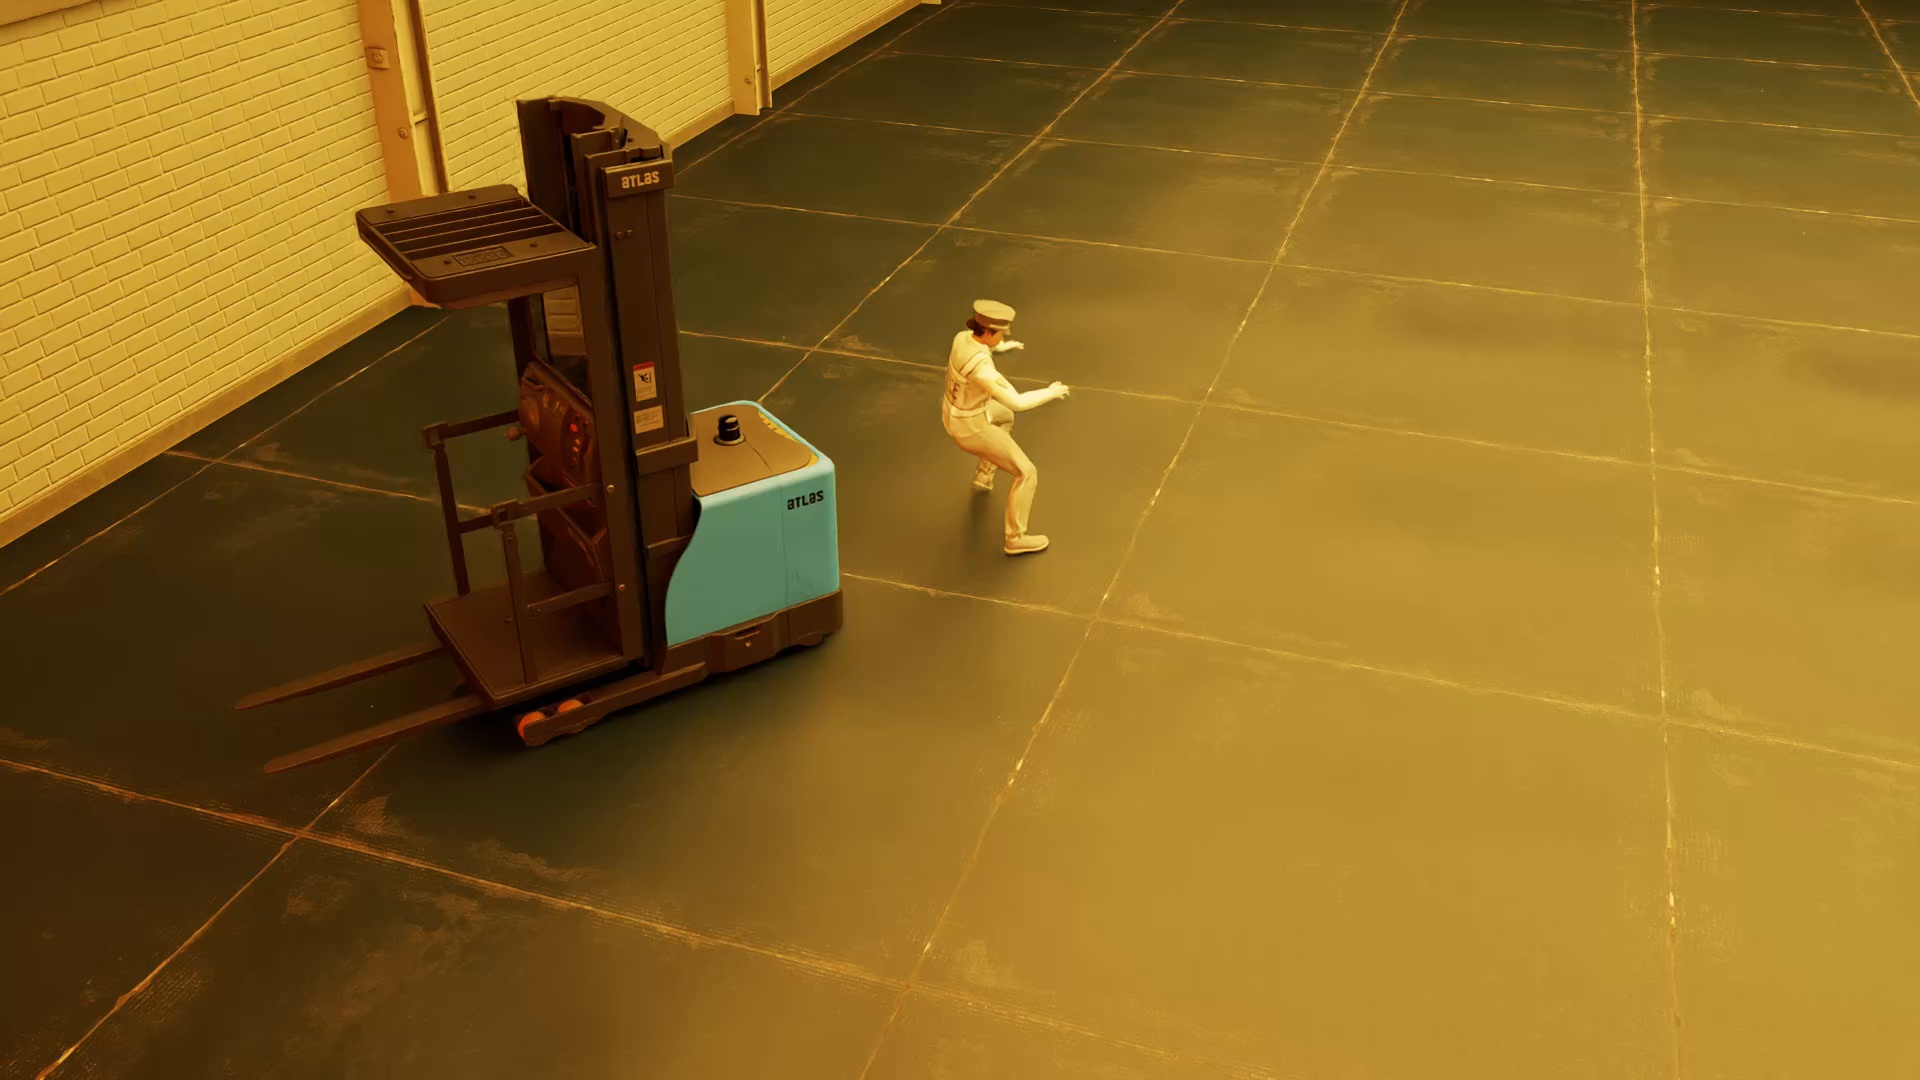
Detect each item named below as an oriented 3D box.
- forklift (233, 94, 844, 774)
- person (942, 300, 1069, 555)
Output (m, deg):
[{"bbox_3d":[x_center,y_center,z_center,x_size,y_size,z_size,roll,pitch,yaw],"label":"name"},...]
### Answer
[{"bbox_3d":[-2.152,-0.544,8.091,3.031,2.935,1.130,-18,34,-29],"label":"forklift"},{"bbox_3d":[0.260,-0.762,9.969,0.716,1.449,0.934,-6,30,-10],"label":"person"}]
